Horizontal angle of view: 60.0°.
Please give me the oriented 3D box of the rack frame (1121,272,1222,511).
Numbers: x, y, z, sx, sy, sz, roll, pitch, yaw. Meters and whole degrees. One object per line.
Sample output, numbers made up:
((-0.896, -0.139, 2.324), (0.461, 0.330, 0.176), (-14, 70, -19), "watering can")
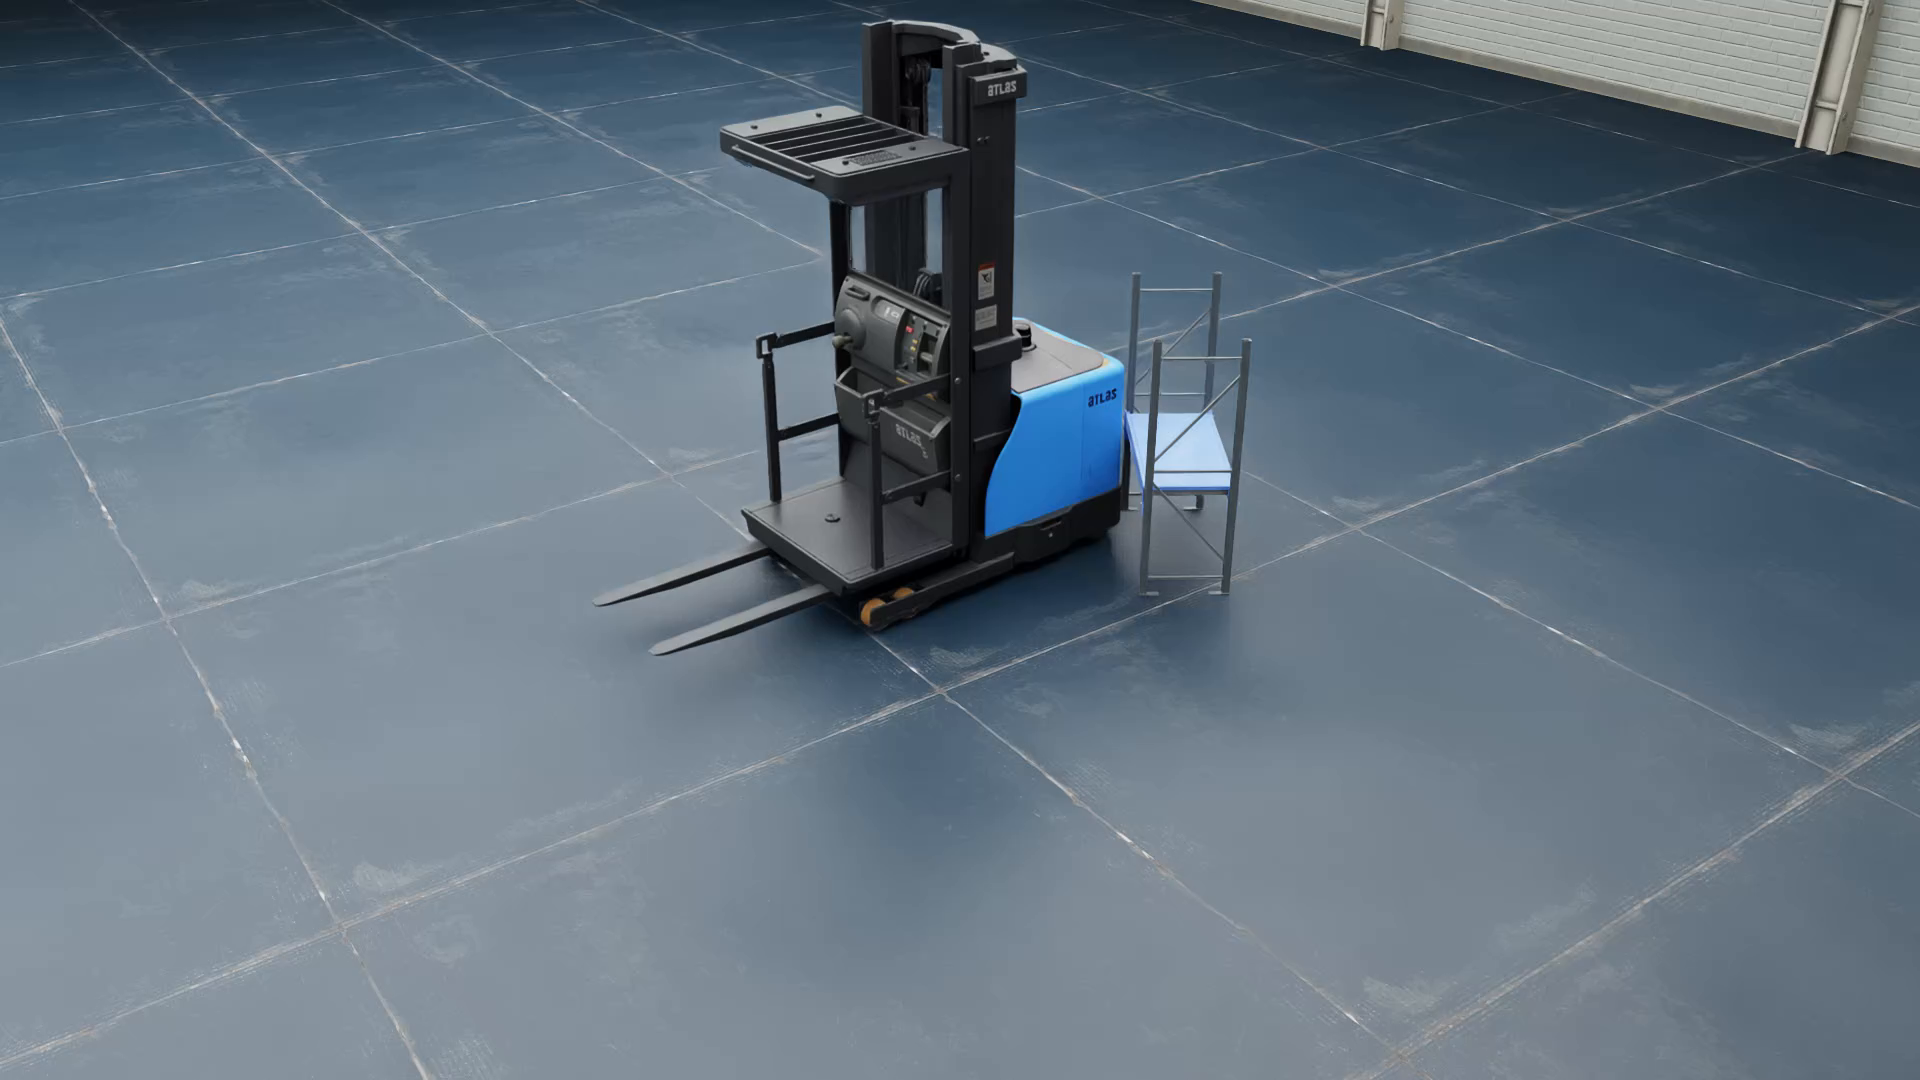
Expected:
((1.226, -0.846, 9.736), (0.500, 1.500, 0.032), (0, 29, -1), "rack frame")

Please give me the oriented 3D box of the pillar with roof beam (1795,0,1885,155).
((5.401, -6.816, 12.871), (9.100, 9.000, 0.400), (-19, 34, -31), "pillar with roof beam")

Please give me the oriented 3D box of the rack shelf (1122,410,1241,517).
((1.231, -0.445, 9.375), (0.538, 0.185, 1.000), (0, 29, -1), "rack shelf")

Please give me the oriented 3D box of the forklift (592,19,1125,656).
((-0.529, -1.091, 8.687), (3.031, 2.935, 1.130), (-20, 35, -33), "forklift")

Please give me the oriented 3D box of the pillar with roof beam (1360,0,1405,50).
((1.921, -9.148, 17.166), (9.100, 9.000, 0.400), (-19, 34, -31), "pillar with roof beam")

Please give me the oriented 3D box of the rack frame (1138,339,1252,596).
((1.237, -0.361, 8.843), (0.500, 1.500, 0.032), (0, 29, -1), "rack frame")

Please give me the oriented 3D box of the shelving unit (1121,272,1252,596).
((1.231, -0.603, 9.289), (0.538, 1.500, 1.048), (0, 29, -1), "shelving unit")
